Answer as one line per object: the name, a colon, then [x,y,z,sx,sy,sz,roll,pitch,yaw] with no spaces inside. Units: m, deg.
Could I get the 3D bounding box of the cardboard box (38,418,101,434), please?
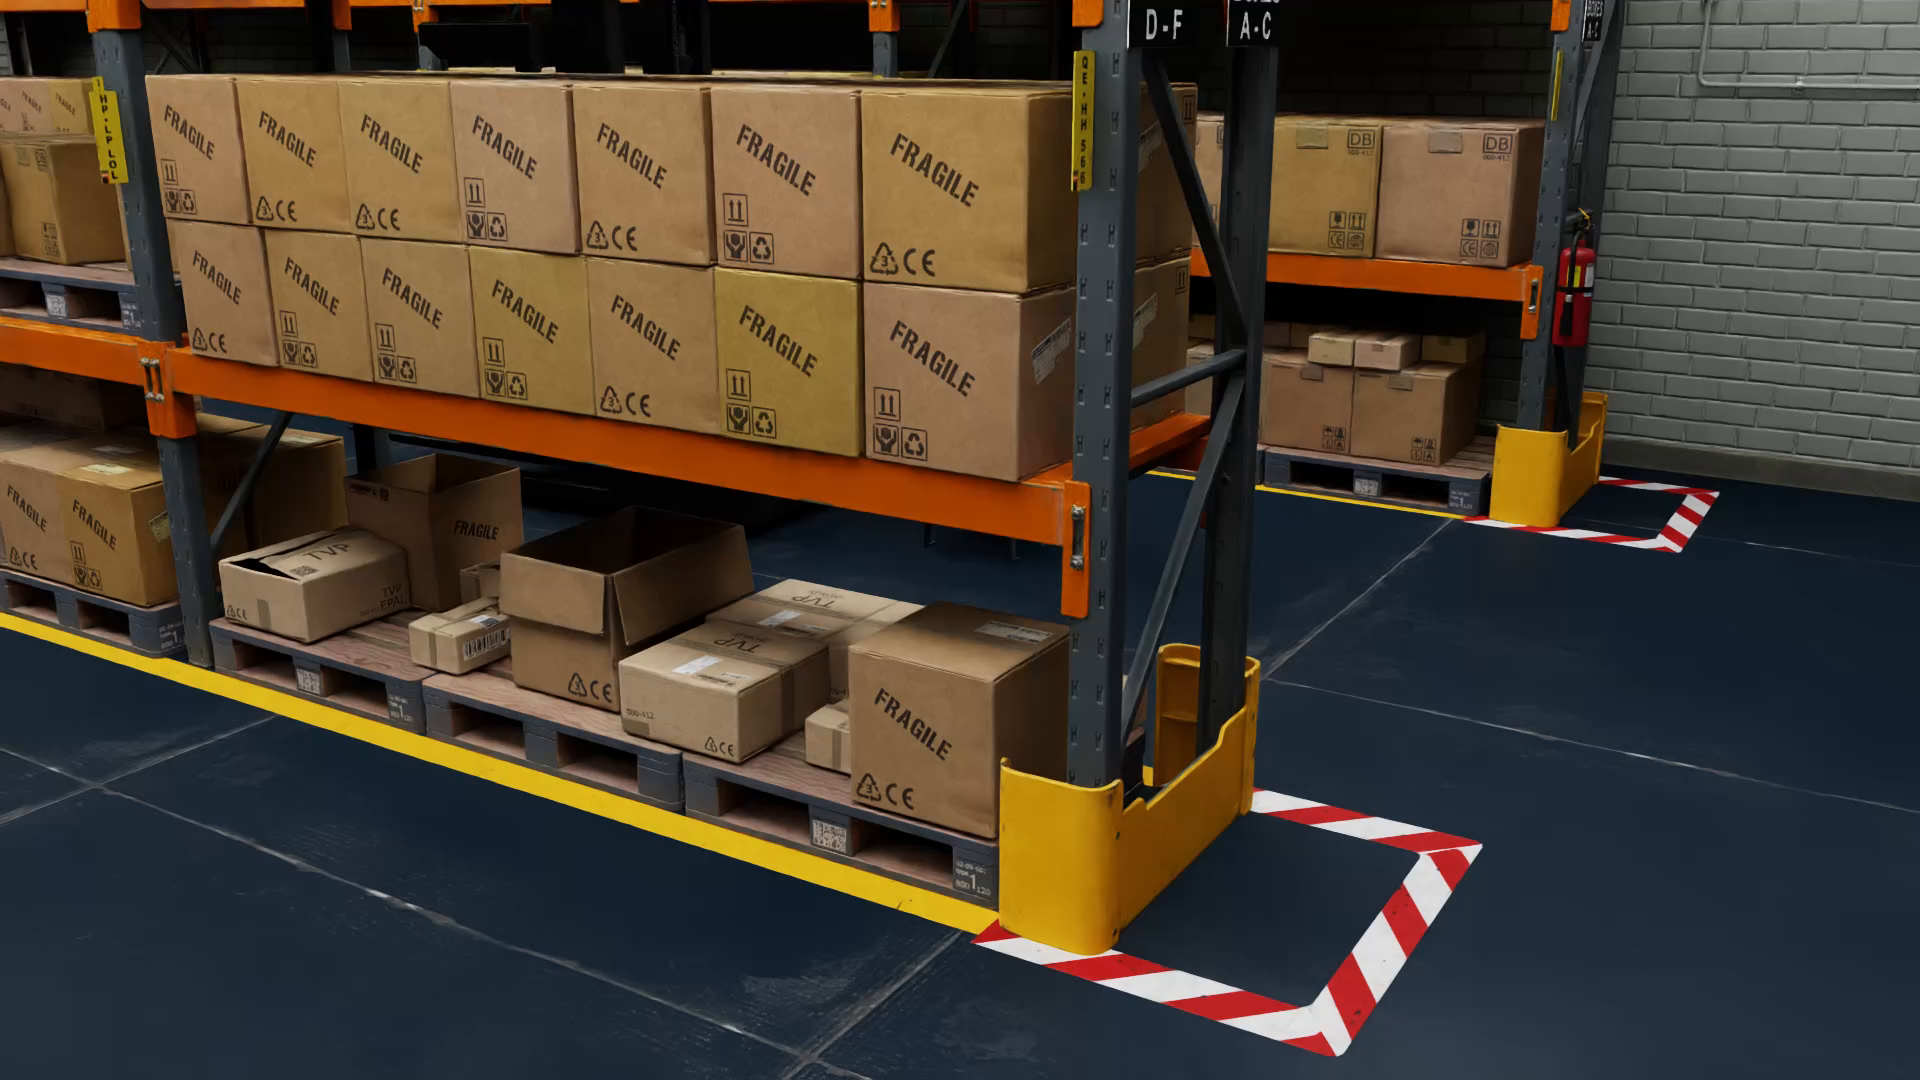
cardboard box: [-3.972,-0.351,7.919,0.500,0.500,0.500,10,20,31]

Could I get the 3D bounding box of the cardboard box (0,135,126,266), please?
cardboard box: [-3.710,-1.511,7.301,0.500,0.500,0.700,14,22,39]

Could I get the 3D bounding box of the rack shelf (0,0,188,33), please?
rack shelf: [-8.737,-4.886,15.381,4.000,0.370,1.077,10,20,30]

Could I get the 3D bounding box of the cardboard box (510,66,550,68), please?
cardboard box: [-3.102,-3.436,12.523,0.500,0.250,0.500,11,20,32]

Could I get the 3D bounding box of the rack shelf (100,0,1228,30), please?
rack shelf: [-1.100,-1.833,5.332,4.000,0.370,1.077,10,20,30]

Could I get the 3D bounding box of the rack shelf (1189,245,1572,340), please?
rack shelf: [1.489,-1.625,9.808,4.000,0.370,1.077,10,20,30]

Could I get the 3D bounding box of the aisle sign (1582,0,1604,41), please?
aisle sign: [3.098,-2.824,8.044,0.004,0.787,0.394,10,20,30]

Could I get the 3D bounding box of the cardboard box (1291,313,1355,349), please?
cardboard box: [2.110,-1.208,9.658,0.250,0.149,0.380,10,20,31]

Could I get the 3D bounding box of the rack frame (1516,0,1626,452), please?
rack frame: [3.193,-1.665,8.702,0.127,3.000,1.000,10,20,30]

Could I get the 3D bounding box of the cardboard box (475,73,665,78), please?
cardboard box: [-1.371,-1.406,5.956,0.500,0.500,0.500,10,20,30]

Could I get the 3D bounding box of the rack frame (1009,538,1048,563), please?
rack frame: [0.349,-0.942,7.871,0.015,2.100,0.400,10,20,30]

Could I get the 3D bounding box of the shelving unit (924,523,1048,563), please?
shelving unit: [0.141,-0.979,7.993,0.503,2.100,0.431,10,20,30]

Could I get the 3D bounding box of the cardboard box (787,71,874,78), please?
cardboard box: [-0.747,-2.840,10.561,0.500,0.250,0.500,11,20,31]

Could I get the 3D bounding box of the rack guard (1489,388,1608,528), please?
rack guard: [3.214,-0.465,9.054,0.348,0.500,1.175,10,20,30]

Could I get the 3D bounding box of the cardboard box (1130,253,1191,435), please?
cardboard box: [0.364,-0.618,5.084,0.500,0.500,0.500,11,20,31]

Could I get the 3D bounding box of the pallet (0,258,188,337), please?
pallet: [-3.428,-1.103,7.181,1.213,0.211,1.003,10,20,30]

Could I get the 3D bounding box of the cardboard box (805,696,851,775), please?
cardboard box: [-0.286,0.602,5.357,0.250,0.166,0.380,10,20,30]

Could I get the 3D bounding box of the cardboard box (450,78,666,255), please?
cardboard box: [-1.232,-1.196,5.266,0.500,0.500,0.500,11,20,32]

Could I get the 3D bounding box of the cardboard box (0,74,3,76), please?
cardboard box: [-9.504,-4.297,16.301,0.500,0.500,0.500,10,20,31]

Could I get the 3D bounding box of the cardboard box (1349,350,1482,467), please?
cardboard box: [2.544,-0.752,9.273,0.500,0.500,0.700,10,20,30]

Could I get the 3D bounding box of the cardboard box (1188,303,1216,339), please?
cardboard box: [1.459,-1.324,10.040,0.250,0.149,0.380,10,19,29]

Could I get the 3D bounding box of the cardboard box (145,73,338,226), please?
cardboard box: [-2.550,-1.431,6.039,0.500,0.500,0.500,11,20,31]

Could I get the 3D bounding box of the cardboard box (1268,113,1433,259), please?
cardboard box: [2.128,-1.992,9.261,0.700,0.700,0.980,10,20,30]

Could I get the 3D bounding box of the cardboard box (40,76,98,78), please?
cardboard box: [-8.184,-4.067,15.543,0.500,0.500,0.500,11,20,32]

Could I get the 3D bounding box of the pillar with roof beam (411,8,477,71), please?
pillar with roof beam: [-6.532,-5.098,9.682,0.400,9.000,9.100,10,20,30]

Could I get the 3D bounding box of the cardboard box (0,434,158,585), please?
cardboard box: [-3.792,-0.142,7.232,0.500,0.500,0.500,10,20,30]

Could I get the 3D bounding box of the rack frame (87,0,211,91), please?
rack frame: [-7.032,-3.490,14.711,0.127,3.000,1.000,10,20,30]

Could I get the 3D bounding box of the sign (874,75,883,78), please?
sign: [-0.491,-2.654,10.101,0.005,0.325,0.100,10,20,30]

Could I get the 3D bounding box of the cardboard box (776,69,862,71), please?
cardboard box: [-0.920,-3.045,11.235,0.500,0.250,0.500,10,20,31]

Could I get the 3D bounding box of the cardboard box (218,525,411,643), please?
cardboard box: [-2.560,0.147,6.605,0.500,0.311,0.500,10,20,30]

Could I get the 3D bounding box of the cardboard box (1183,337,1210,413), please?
cardboard box: [1.231,-0.984,10.036,0.500,0.500,0.700,11,20,31]

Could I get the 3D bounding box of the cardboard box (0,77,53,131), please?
cardboard box: [-8.449,-3.936,15.112,0.500,0.500,0.500,9,19,28]

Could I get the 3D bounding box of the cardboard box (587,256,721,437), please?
cardboard box: [-0.786,-0.642,5.160,0.500,0.500,0.500,10,20,30]

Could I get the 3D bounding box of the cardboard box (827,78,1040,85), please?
cardboard box: [-0.086,-1.174,5.194,0.500,0.500,0.500,10,20,31]

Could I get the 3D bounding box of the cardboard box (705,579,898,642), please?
cardboard box: [-0.563,0.362,6.001,0.500,0.250,0.500,10,20,30]

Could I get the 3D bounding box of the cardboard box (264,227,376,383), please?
cardboard box: [-2.075,-0.872,5.919,0.500,0.500,0.500,11,20,31]

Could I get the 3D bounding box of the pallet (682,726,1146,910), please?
pallet: [-0.141,0.764,5.503,1.213,0.211,1.003,10,20,30]

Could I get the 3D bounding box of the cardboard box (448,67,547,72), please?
cardboard box: [-3.347,-3.303,12.087,0.500,0.250,0.500,11,20,31]

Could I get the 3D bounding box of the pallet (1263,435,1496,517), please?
pallet: [2.471,-0.433,9.444,1.213,0.211,1.003,10,20,30]

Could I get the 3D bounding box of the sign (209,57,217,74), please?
sign: [-6.745,-4.182,14.997,0.005,0.325,0.100,10,20,30]

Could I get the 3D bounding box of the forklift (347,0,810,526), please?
forklift: [-2.134,-1.736,9.053,3.031,2.935,1.130,9,19,27]

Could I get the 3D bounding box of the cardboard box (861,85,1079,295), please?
cardboard box: [0.081,-0.964,4.500,0.500,0.500,0.500,10,20,30]

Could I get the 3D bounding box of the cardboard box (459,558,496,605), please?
cardboard box: [-1.820,0.166,6.822,0.250,0.149,0.380,10,20,30]

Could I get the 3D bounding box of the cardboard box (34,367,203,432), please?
cardboard box: [-3.941,-0.706,7.796,0.500,0.250,0.500,10,20,30]

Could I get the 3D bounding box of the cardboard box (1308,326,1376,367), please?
cardboard box: [2.121,-1.075,9.222,0.250,0.149,0.380,11,20,32]
